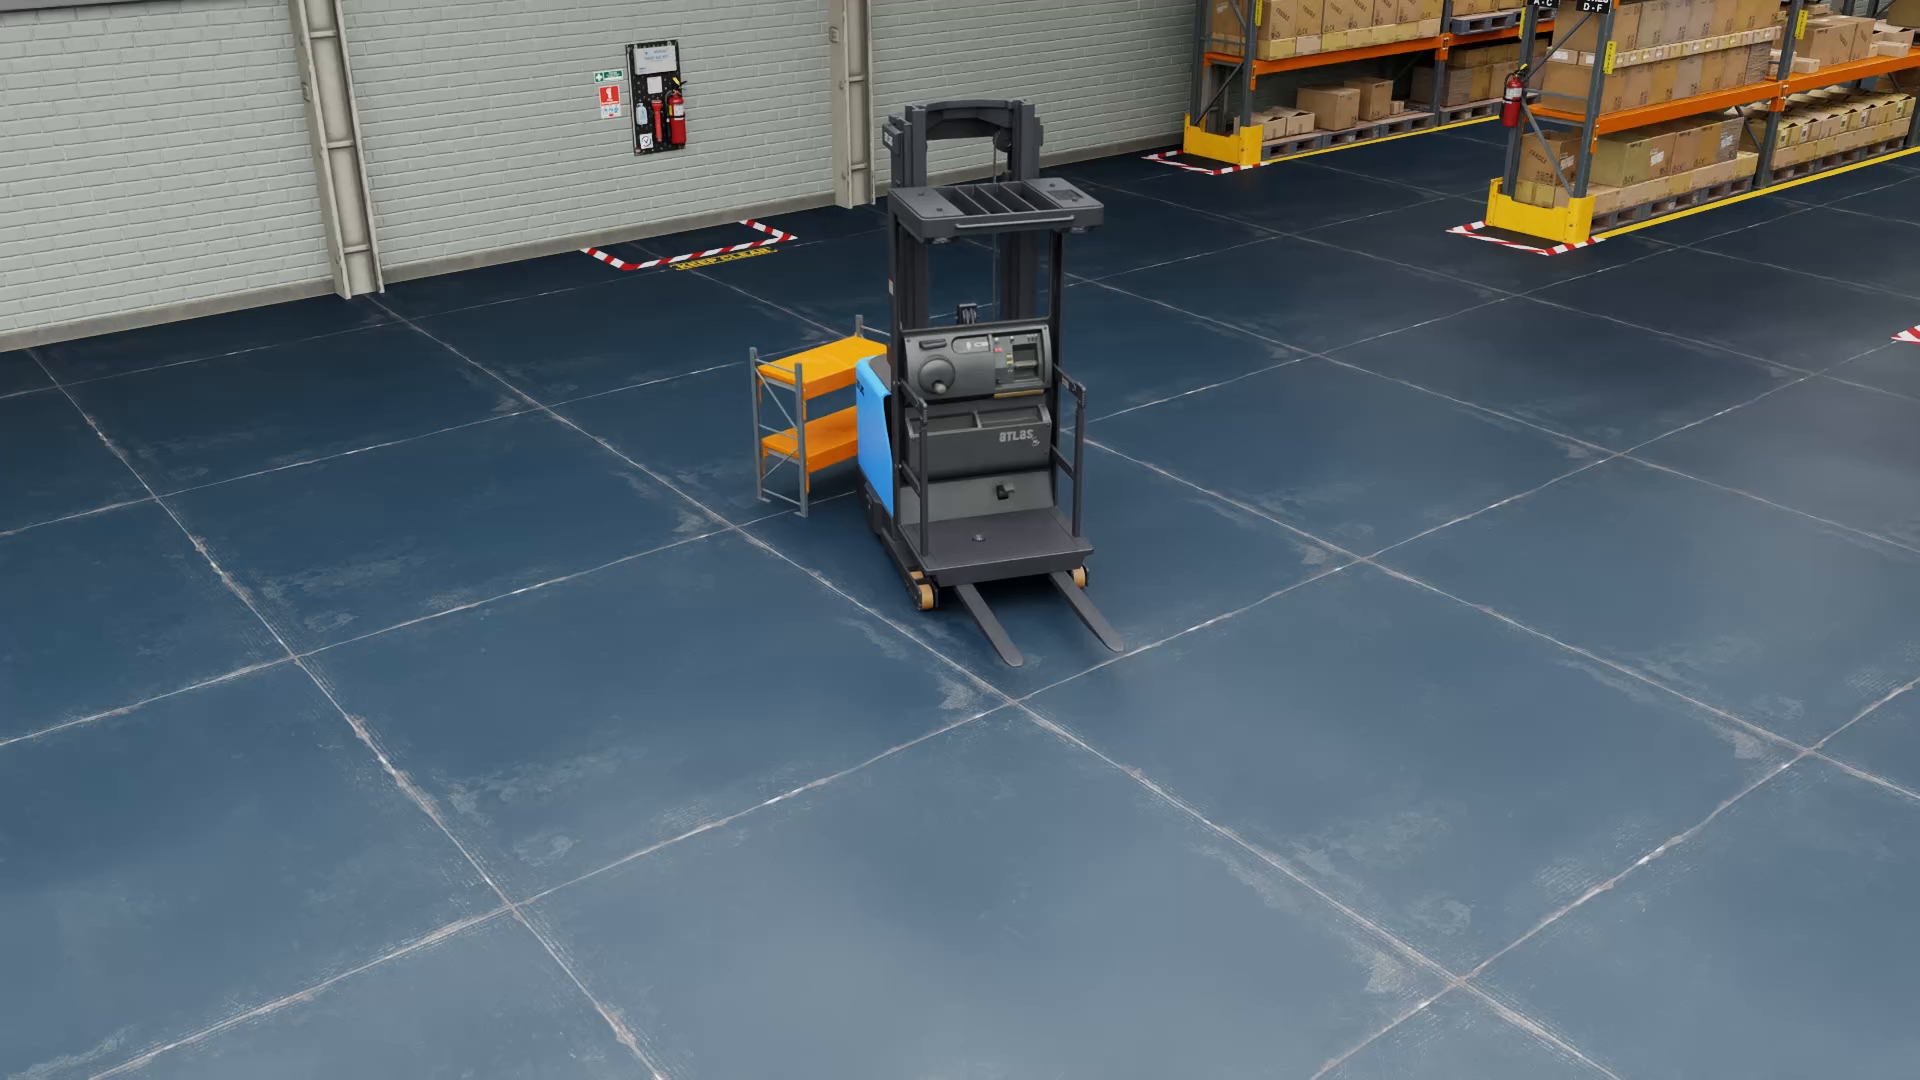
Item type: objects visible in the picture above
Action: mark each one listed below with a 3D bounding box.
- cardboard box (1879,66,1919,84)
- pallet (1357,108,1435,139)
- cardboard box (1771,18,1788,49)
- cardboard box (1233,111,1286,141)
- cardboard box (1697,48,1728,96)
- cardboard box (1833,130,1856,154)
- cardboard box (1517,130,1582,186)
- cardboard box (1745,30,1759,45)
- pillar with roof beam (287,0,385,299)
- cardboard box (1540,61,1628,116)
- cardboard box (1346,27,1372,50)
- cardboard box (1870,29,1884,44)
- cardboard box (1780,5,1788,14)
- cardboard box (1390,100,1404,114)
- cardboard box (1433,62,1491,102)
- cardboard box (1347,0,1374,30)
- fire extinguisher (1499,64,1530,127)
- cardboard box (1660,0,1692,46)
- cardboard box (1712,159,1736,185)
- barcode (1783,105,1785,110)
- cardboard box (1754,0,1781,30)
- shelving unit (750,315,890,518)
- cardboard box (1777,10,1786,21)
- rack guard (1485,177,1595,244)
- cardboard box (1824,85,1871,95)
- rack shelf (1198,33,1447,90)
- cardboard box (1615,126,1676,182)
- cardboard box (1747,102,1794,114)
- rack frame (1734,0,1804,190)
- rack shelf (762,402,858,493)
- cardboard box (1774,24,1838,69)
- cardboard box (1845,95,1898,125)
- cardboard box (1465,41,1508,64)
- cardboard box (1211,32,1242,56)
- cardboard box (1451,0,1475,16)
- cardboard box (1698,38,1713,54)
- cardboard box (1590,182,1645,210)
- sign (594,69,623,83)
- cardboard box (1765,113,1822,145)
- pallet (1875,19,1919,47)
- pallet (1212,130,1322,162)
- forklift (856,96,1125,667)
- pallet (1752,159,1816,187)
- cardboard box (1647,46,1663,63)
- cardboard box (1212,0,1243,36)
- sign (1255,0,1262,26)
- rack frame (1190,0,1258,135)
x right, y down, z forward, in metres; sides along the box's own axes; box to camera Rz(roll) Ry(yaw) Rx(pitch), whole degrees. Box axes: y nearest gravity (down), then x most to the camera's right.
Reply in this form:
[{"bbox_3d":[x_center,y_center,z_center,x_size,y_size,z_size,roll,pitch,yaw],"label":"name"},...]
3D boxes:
[{"bbox_3d":[13.434,-6.661,23.594,0.500,0.250,0.500,-17,30,-32],"label":"cardboard box"},{"bbox_3d":[6.087,-6.068,24.074,1.213,0.211,1.003,-18,31,-34],"label":"pallet"},{"bbox_3d":[14.344,-9.076,29.713,0.500,0.500,0.700,-17,30,-33],"label":"cardboard box"},{"bbox_3d":[4.046,-5.610,22.445,0.500,0.311,0.500,-23,33,-40],"label":"cardboard box"},{"bbox_3d":[8.500,-5.539,19.502,0.500,0.500,0.700,-18,30,-33],"label":"cardboard box"},{"bbox_3d":[11.334,-5.244,21.755,0.500,0.250,0.500,-18,30,-33],"label":"cardboard box"},{"bbox_3d":[6.744,-4.361,18.960,0.500,0.500,0.500,-18,31,-34],"label":"cardboard box"},{"bbox_3d":[9.171,-5.944,19.606,0.250,0.149,0.380,-19,31,-35],"label":"cardboard box"},{"bbox_3d":[-3.323,-5.126,11.606,0.400,9.000,9.100,-18,31,-34],"label":"pillar with roof beam"},{"bbox_3d":[6.881,-5.002,18.346,0.500,0.500,0.700,-18,31,-34],"label":"cardboard box"},{"bbox_3d":[5.230,-6.843,22.586,0.500,0.250,0.500,-18,30,-34],"label":"cardboard box"},{"bbox_3d":[11.978,-6.709,22.249,0.500,0.311,0.500,-19,31,-35],"label":"cardboard box"},{"bbox_3d":[14.728,-9.608,30.089,0.250,0.149,0.380,-18,30,-33],"label":"cardboard box"},{"bbox_3d":[6.191,-6.284,24.071,0.380,0.166,0.250,22,33,39],"label":"cardboard box"},{"bbox_3d":[7.538,-6.932,25.070,0.500,0.500,0.700,-19,31,-35],"label":"cardboard box"},{"bbox_3d":[5.212,-7.181,22.423,0.500,0.500,0.500,-17,30,-32],"label":"cardboard box"},{"bbox_3d":[6.126,-4.928,18.397,0.183,0.674,0.296,-18,31,-34],"label":"fire extinguisher"},{"bbox_3d":[7.729,-5.874,18.684,0.500,0.500,0.700,-18,30,-34],"label":"cardboard box"},{"bbox_3d":[9.024,-4.503,20.156,0.500,0.250,0.500,-18,31,-34],"label":"cardboard box"},{"bbox_3d":[10.111,-5.308,20.431,0.075,0.075,0.001,-18,31,-34],"label":"barcode"},{"bbox_3d":[9.308,-6.395,19.807,0.500,0.500,0.700,-18,30,-34],"label":"cardboard box"},{"bbox_3d":[-0.908,-0.899,11.850,0.538,1.125,1.048,21,32,38],"label":"shelving unit"},{"bbox_3d":[14.334,-9.272,29.366,0.250,0.149,0.380,-19,31,-35],"label":"cardboard box"},{"bbox_3d":[6.487,-3.700,18.628,0.348,0.500,1.175,-18,31,-34],"label":"rack guard"},{"bbox_3d":[12.208,-6.077,22.882,0.500,0.311,0.500,-17,30,-32],"label":"cardboard box"},{"bbox_3d":[5.020,-6.673,22.920,4.000,0.370,1.077,-18,31,-34],"label":"rack shelf"},{"bbox_3d":[7.843,-4.454,19.159,0.500,0.500,0.500,-18,31,-34],"label":"cardboard box"},{"bbox_3d":[10.595,-5.543,21.731,0.500,0.311,0.500,-18,31,-34],"label":"cardboard box"},{"bbox_3d":[9.653,-5.879,20.354,0.127,3.000,1.000,-18,31,-34],"label":"rack frame"},{"bbox_3d":[-0.908,-0.677,11.953,0.538,0.278,1.000,21,32,38],"label":"rack shelf"},{"bbox_3d":[10.682,-6.255,21.046,0.500,0.500,0.500,-16,29,-30],"label":"cardboard box"},{"bbox_3d":[12.136,-5.761,22.201,0.500,0.311,0.500,-19,31,-35],"label":"cardboard box"},{"bbox_3d":[7.914,-7.373,25.130,0.500,0.250,0.500,-19,31,-35],"label":"cardboard box"},{"bbox_3d":[3.694,-6.607,22.076,0.500,0.250,0.500,-18,30,-33],"label":"cardboard box"},{"bbox_3d":[7.015,-7.885,24.035,0.500,0.500,0.700,-18,30,-34],"label":"cardboard box"},{"bbox_3d":[8.364,-5.678,19.031,0.250,0.149,0.380,-17,30,-32],"label":"cardboard box"},{"bbox_3d":[7.456,-3.980,19.030,0.500,0.250,0.500,-18,31,-34],"label":"cardboard box"},{"bbox_3d":[-3.716,-4.906,17.585,0.331,0.109,0.001,-18,31,-34],"label":"sign"},{"bbox_3d":[10.530,-5.230,21.056,0.500,0.311,0.500,-19,31,-35],"label":"cardboard box"},{"bbox_3d":[13.291,-7.030,23.063,1.003,0.211,1.213,-18,31,-34],"label":"pallet"},{"bbox_3d":[4.167,-5.434,22.708,1.213,0.211,1.003,-18,31,-34],"label":"pallet"},{"bbox_3d":[0.178,-1.077,10.089,1.130,2.935,3.031,-7,26,-15],"label":"forklift"},{"bbox_3d":[10.209,-4.818,21.381,1.213,0.211,1.003,-18,31,-34],"label":"pallet"},{"bbox_3d":[7.551,-5.409,18.452,0.250,0.149,0.380,-19,31,-35],"label":"cardboard box"},{"bbox_3d":[3.686,-6.954,21.934,0.500,0.500,0.500,-19,31,-35],"label":"cardboard box"},{"bbox_3d":[3.781,-6.693,21.080,0.005,0.325,0.100,-18,31,-34],"label":"sign"},{"bbox_3d":[3.446,-6.480,21.649,0.127,3.000,1.000,-18,31,-34],"label":"rack frame"}]
